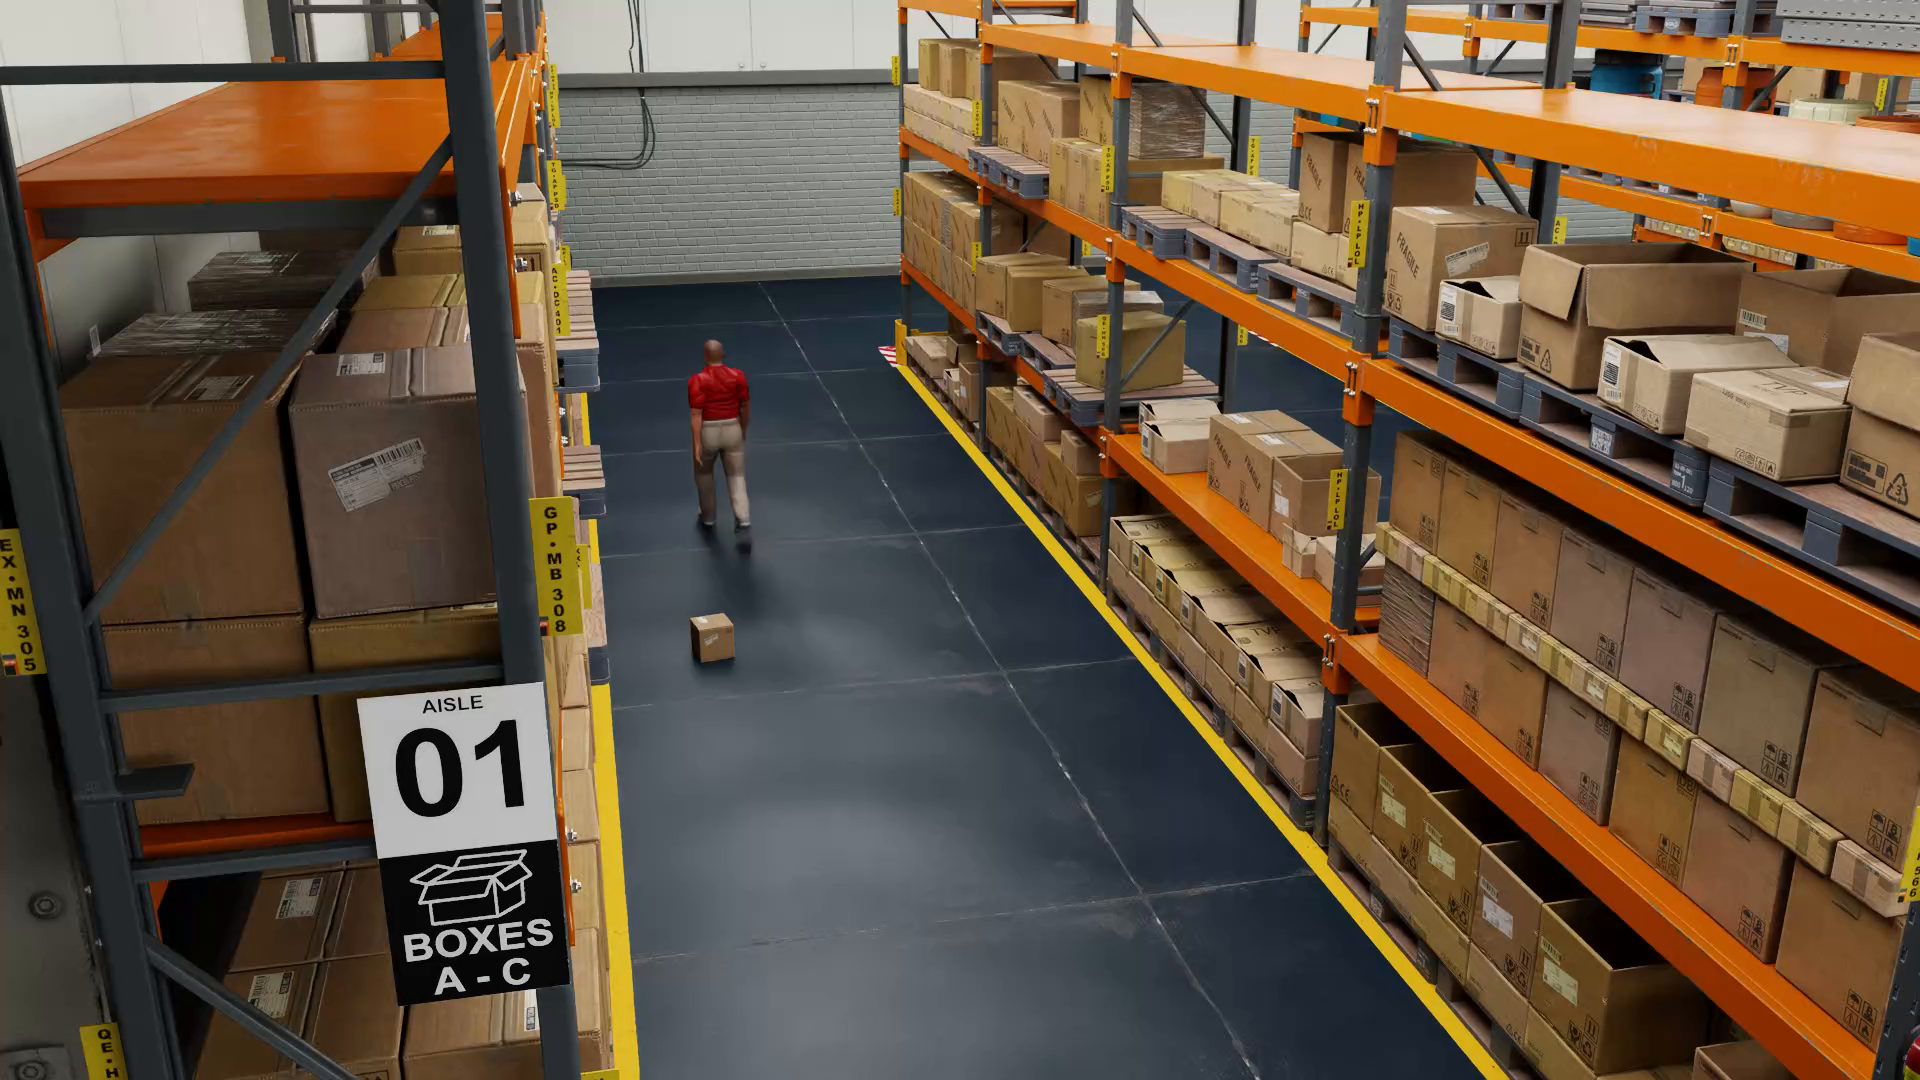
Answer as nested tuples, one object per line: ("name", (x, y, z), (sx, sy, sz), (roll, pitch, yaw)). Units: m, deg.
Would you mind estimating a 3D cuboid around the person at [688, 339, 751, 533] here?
("person", (-2.028, -0.879, 14.070), (0.536, 1.681, 0.959), (-7, 21, -18))
